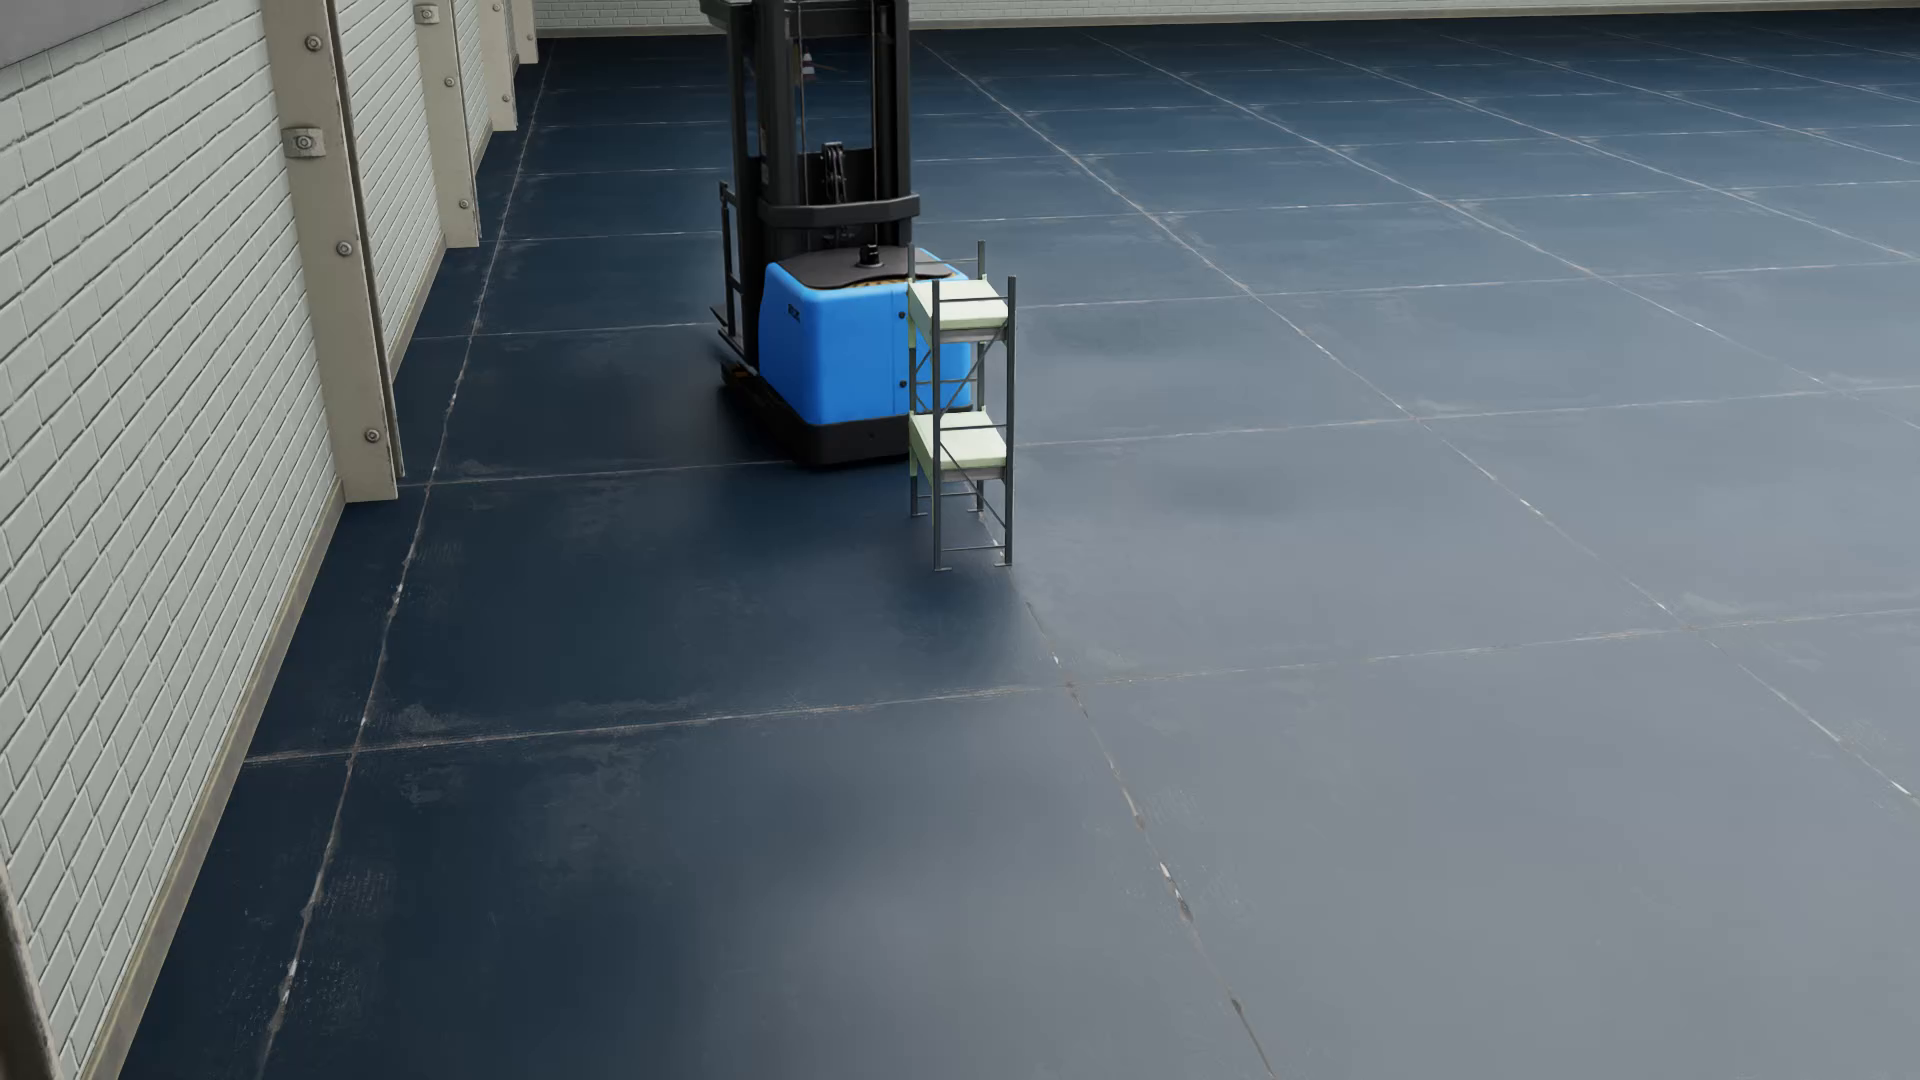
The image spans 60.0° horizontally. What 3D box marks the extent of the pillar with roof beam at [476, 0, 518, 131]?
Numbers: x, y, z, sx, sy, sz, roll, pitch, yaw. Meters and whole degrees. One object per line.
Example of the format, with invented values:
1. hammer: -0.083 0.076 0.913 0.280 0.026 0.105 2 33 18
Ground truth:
1. pillar with roof beam: -1.318 -9.457 19.160 9.100 9.000 0.400 -4 24 -10

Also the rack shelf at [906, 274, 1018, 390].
1. rack shelf: -0.001 -1.048 8.300 0.431 0.370 0.720 -4 24 -10

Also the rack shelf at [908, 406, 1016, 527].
1. rack shelf: -0.001 -0.391 8.586 0.431 0.370 0.720 -4 24 -10

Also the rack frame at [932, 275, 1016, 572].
1. rack frame: 0.066 -0.546 8.126 0.400 1.500 0.023 -4 24 -10

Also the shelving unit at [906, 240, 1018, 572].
1. shelving unit: -0.001 -0.690 8.456 0.431 1.500 0.755 -4 24 -10

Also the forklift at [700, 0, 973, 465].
1. forklift: -0.940 -2.337 10.439 1.130 2.935 3.031 -9 25 -20

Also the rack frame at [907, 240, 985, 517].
1. rack frame: -0.069 -0.834 8.785 0.400 1.500 0.023 -4 24 -10

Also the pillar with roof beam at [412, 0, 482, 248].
1. pillar with roof beam: -0.208 -7.097 13.757 9.100 9.000 0.400 -4 24 -10

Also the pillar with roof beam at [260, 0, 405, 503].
1. pillar with roof beam: 0.901 -4.737 8.353 9.100 9.000 0.400 -4 24 -10

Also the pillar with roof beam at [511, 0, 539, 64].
1. pillar with roof beam: -2.427 -11.817 24.564 9.100 9.000 0.400 -4 24 -10
